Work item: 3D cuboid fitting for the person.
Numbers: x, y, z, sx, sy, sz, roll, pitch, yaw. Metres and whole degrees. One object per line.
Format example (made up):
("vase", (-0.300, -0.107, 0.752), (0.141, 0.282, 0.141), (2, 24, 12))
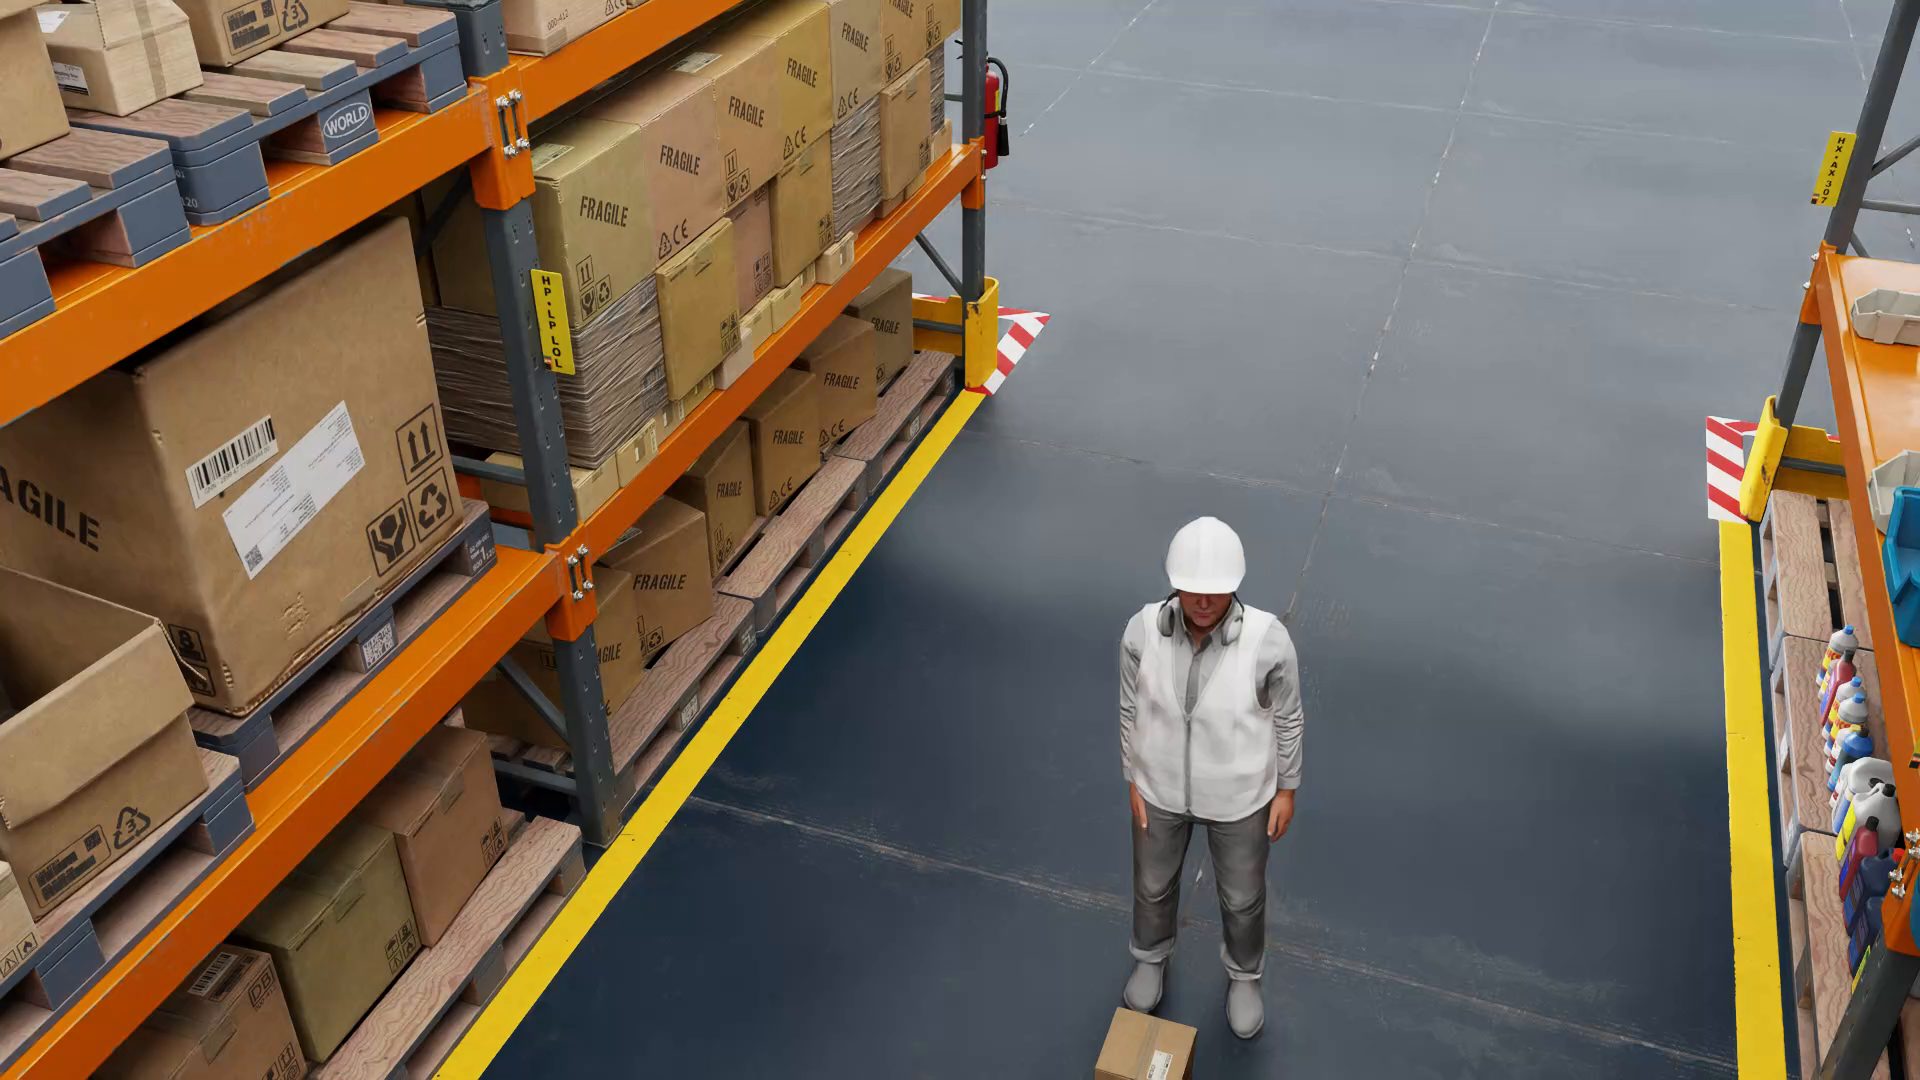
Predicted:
("person", (0.726, 0.734, 4.986), (0.572, 1.781, 0.356), (12, 35, 18))
